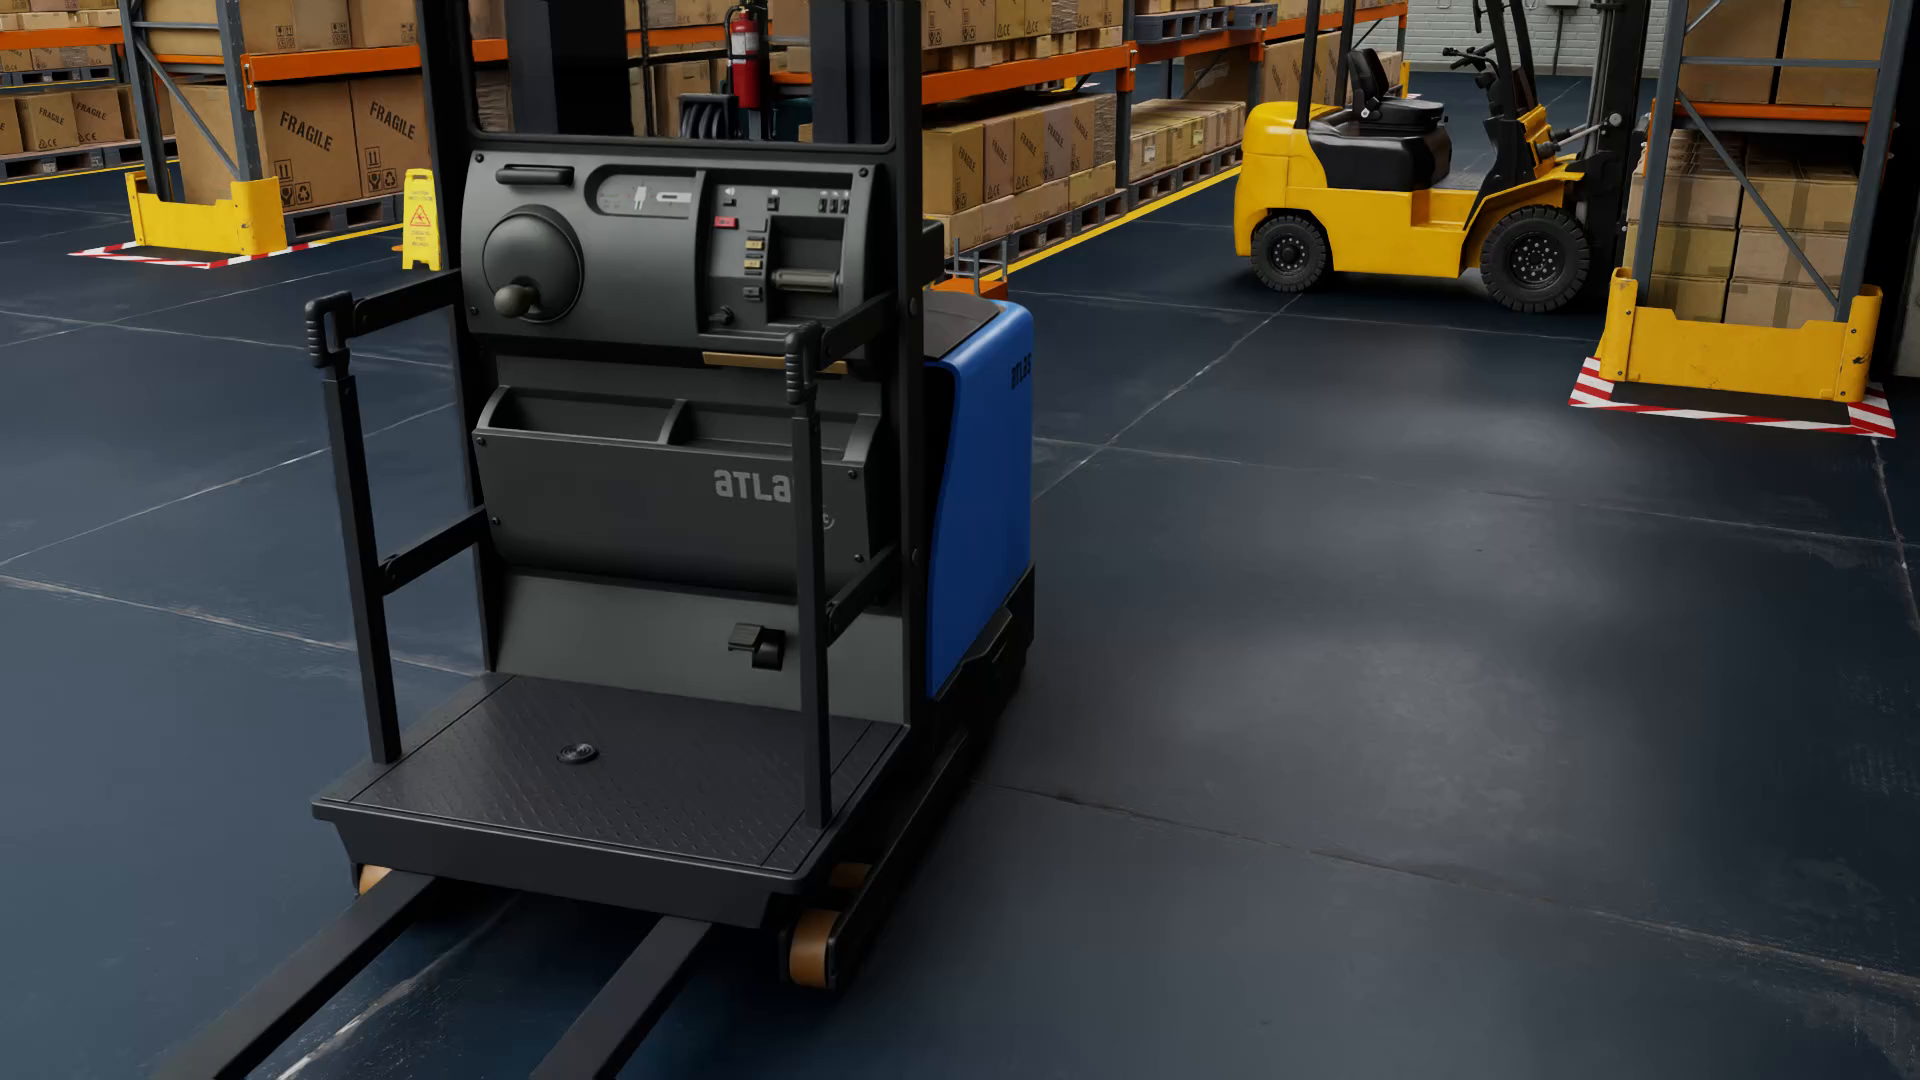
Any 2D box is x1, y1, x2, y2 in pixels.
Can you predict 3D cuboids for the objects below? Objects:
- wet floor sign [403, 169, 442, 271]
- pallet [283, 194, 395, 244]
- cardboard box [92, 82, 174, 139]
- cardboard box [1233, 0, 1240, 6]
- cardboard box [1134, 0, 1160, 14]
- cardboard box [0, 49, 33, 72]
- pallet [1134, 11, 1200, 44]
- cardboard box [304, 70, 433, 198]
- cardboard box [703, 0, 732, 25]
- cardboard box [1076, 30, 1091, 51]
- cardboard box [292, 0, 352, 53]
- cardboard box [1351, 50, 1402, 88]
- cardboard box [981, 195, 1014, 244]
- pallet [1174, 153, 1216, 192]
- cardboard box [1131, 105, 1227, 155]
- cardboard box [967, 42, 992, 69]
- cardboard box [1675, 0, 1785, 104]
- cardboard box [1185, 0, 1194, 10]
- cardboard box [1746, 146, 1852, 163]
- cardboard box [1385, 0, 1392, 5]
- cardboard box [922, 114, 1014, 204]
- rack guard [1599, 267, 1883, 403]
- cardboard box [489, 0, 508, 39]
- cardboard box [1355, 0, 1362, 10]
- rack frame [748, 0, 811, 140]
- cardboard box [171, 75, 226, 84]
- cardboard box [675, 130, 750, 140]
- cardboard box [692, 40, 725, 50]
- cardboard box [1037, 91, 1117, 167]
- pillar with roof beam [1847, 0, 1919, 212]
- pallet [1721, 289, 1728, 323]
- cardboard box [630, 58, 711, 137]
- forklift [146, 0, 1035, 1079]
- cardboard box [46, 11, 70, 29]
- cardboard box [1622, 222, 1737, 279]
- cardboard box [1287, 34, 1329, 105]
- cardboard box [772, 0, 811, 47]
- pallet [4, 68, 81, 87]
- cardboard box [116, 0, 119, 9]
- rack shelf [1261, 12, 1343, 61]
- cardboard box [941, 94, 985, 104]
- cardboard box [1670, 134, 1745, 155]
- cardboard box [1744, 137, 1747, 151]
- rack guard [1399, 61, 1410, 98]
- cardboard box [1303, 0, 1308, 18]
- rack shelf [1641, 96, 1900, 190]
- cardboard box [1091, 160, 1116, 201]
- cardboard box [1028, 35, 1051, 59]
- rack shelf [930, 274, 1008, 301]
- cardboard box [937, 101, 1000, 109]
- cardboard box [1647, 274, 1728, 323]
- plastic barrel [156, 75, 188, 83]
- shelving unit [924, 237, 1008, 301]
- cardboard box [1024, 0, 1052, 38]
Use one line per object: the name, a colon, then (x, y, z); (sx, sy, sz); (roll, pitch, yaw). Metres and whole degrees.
wet floor sign: (-3.533, -2.125, 10.982); (0.267, 0.644, 0.232); (5, 20, 13)
pallet: (-5.072, -2.456, 12.561); (1.003, 0.211, 1.213); (9, 21, 23)
cardboard box: (-8.374, -4.353, 16.835); (0.500, 0.500, 0.500); (8, 21, 21)
cardboard box: (2.369, -5.008, 15.323); (0.380, 0.149, 0.250); (7, 21, 20)
cardboard box: (1.382, -4.295, 13.316); (0.380, 0.149, 0.250); (9, 21, 23)
cardboard box: (-14.705, -7.475, 25.586); (0.500, 0.500, 0.500); (8, 21, 22)
pallet: (1.313, -4.213, 13.624); (1.003, 0.211, 1.213); (9, 21, 23)
cardboard box: (-4.752, -3.197, 13.027); (0.875, 0.875, 0.875); (8, 21, 22)
cardboard box: (-2.608, -5.371, 16.445); (0.500, 0.500, 0.500); (9, 21, 24)
cardboard box: (0.740, -3.685, 12.228); (0.380, 0.149, 0.250); (9, 21, 23)
cardboard box: (-5.012, -3.876, 12.168); (0.875, 0.550, 0.550); (9, 21, 23)
cardboard box: (5.602, -6.533, 23.059); (0.875, 0.438, 0.875); (8, 21, 21)
cardboard box: (0.028, -2.133, 10.966); (0.500, 0.250, 0.500); (9, 22, 25)
pallet: (1.683, -3.388, 15.181); (1.003, 0.211, 1.213); (9, 21, 23)
cardboard box: (1.970, -3.874, 15.680); (0.950, 0.372, 0.625); (8, 21, 22)
cardboard box: (-0.024, -3.044, 10.427); (0.380, 0.149, 0.250); (9, 21, 24)
cardboard box: (3.721, -2.420, 8.149); (0.500, 0.500, 0.500); (8, 21, 21)
cardboard box: (1.785, -4.615, 14.217); (0.380, 0.149, 0.250); (9, 21, 23)
cardboard box: (4.545, -1.986, 9.061); (0.500, 0.250, 0.500); (8, 21, 22)
cardboard box: (5.404, -7.311, 21.901); (0.500, 0.500, 0.500); (9, 22, 24)
cardboard box: (0.031, -2.499, 10.876); (0.500, 0.500, 0.500); (8, 21, 21)
rack guard: (3.750, -1.002, 8.039); (1.175, 0.500, 0.348); (9, 21, 23)
cardboard box: (-4.035, -4.523, 13.986); (0.875, 0.550, 0.550); (9, 21, 23)
cardboard box: (4.574, -6.690, 20.153); (0.500, 0.500, 0.500); (9, 22, 24)
rack frame: (-0.771, -2.867, 9.553); (1.000, 3.000, 0.127); (9, 21, 23)
cardboard box: (-7.903, -4.664, 17.679); (0.700, 0.500, 0.500); (7, 21, 19)
cardboard box: (-1.986, -2.926, 13.242); (0.797, 0.637, 0.503); (9, 21, 23)
cardboard box: (-4.186, -7.558, 25.287); (0.875, 0.875, 0.875); (9, 21, 23)
cardboard box: (0.870, -3.127, 12.644); (0.500, 0.500, 0.500); (8, 21, 22)
pillar with roof beam: (3.396, -7.527, 13.705); (9.100, 9.000, 0.400); (9, 21, 23)
pallet: (4.034, -1.113, 8.782); (1.003, 0.211, 1.213); (9, 21, 23)
cardboard box: (-3.119, -4.372, 16.517); (1.050, 0.750, 0.750); (9, 21, 23)
forklift: (-0.683, -0.611, 3.313); (1.130, 2.935, 3.031); (6, 20, 15)
cardboard box: (-8.551, -4.850, 15.503); (0.380, 0.149, 0.250); (9, 21, 23)
cardboard box: (3.673, -1.516, 8.487); (0.500, 0.250, 0.500); (8, 21, 22)
cardboard box: (3.600, -5.254, 18.810); (0.875, 0.875, 0.875); (9, 22, 24)
cardboard box: (-0.800, -3.258, 10.059); (0.500, 0.500, 0.500); (8, 21, 22)
pallet: (-14.731, -7.313, 26.218); (1.003, 0.211, 1.213); (9, 21, 23)
cardboard box: (-8.414, -5.507, 16.385); (0.875, 0.500, 0.500); (9, 21, 23)
rack shelf: (3.324, -5.585, 18.269); (1.077, 0.370, 4.000); (9, 21, 23)
cardboard box: (-0.043, -3.237, 11.985); (0.380, 0.149, 0.250); (10, 22, 26)
cardboard box: (4.279, -2.210, 9.692); (0.500, 0.250, 0.500); (8, 21, 22)
cardboard box: (5.372, -2.606, 10.805); (0.500, 0.250, 0.500); (9, 21, 24)
rack guard: (5.791, -6.587, 23.746); (1.175, 0.500, 0.348); (9, 21, 23)
cardboard box: (3.548, -5.827, 18.101); (0.500, 0.250, 0.500); (9, 21, 23)
rack shelf: (4.578, -2.459, 9.481); (1.077, 0.370, 4.000); (9, 21, 23)
cardboard box: (0.870, -2.774, 12.770); (0.500, 0.250, 0.500); (10, 22, 25)
cardboard box: (0.396, -3.362, 11.321); (0.380, 0.149, 0.250); (9, 21, 23)
rack shelf: (0.022, -0.768, 5.747); (0.215, 0.259, 0.240); (9, 21, 23)
cardboard box: (-0.043, -2.878, 11.943); (0.500, 0.500, 0.500); (10, 22, 26)
cardboard box: (3.664, -1.276, 8.557); (0.500, 0.250, 0.500); (9, 21, 23)
plastic barrel: (-10.870, -6.679, 22.884); (0.600, 0.830, 0.708); (9, 21, 23)
shelving unit: (0.022, -0.511, 5.839); (0.215, 1.050, 0.252); (9, 21, 23)
cardboard box: (0.294, -3.632, 11.112); (0.500, 0.500, 0.500); (8, 21, 22)
